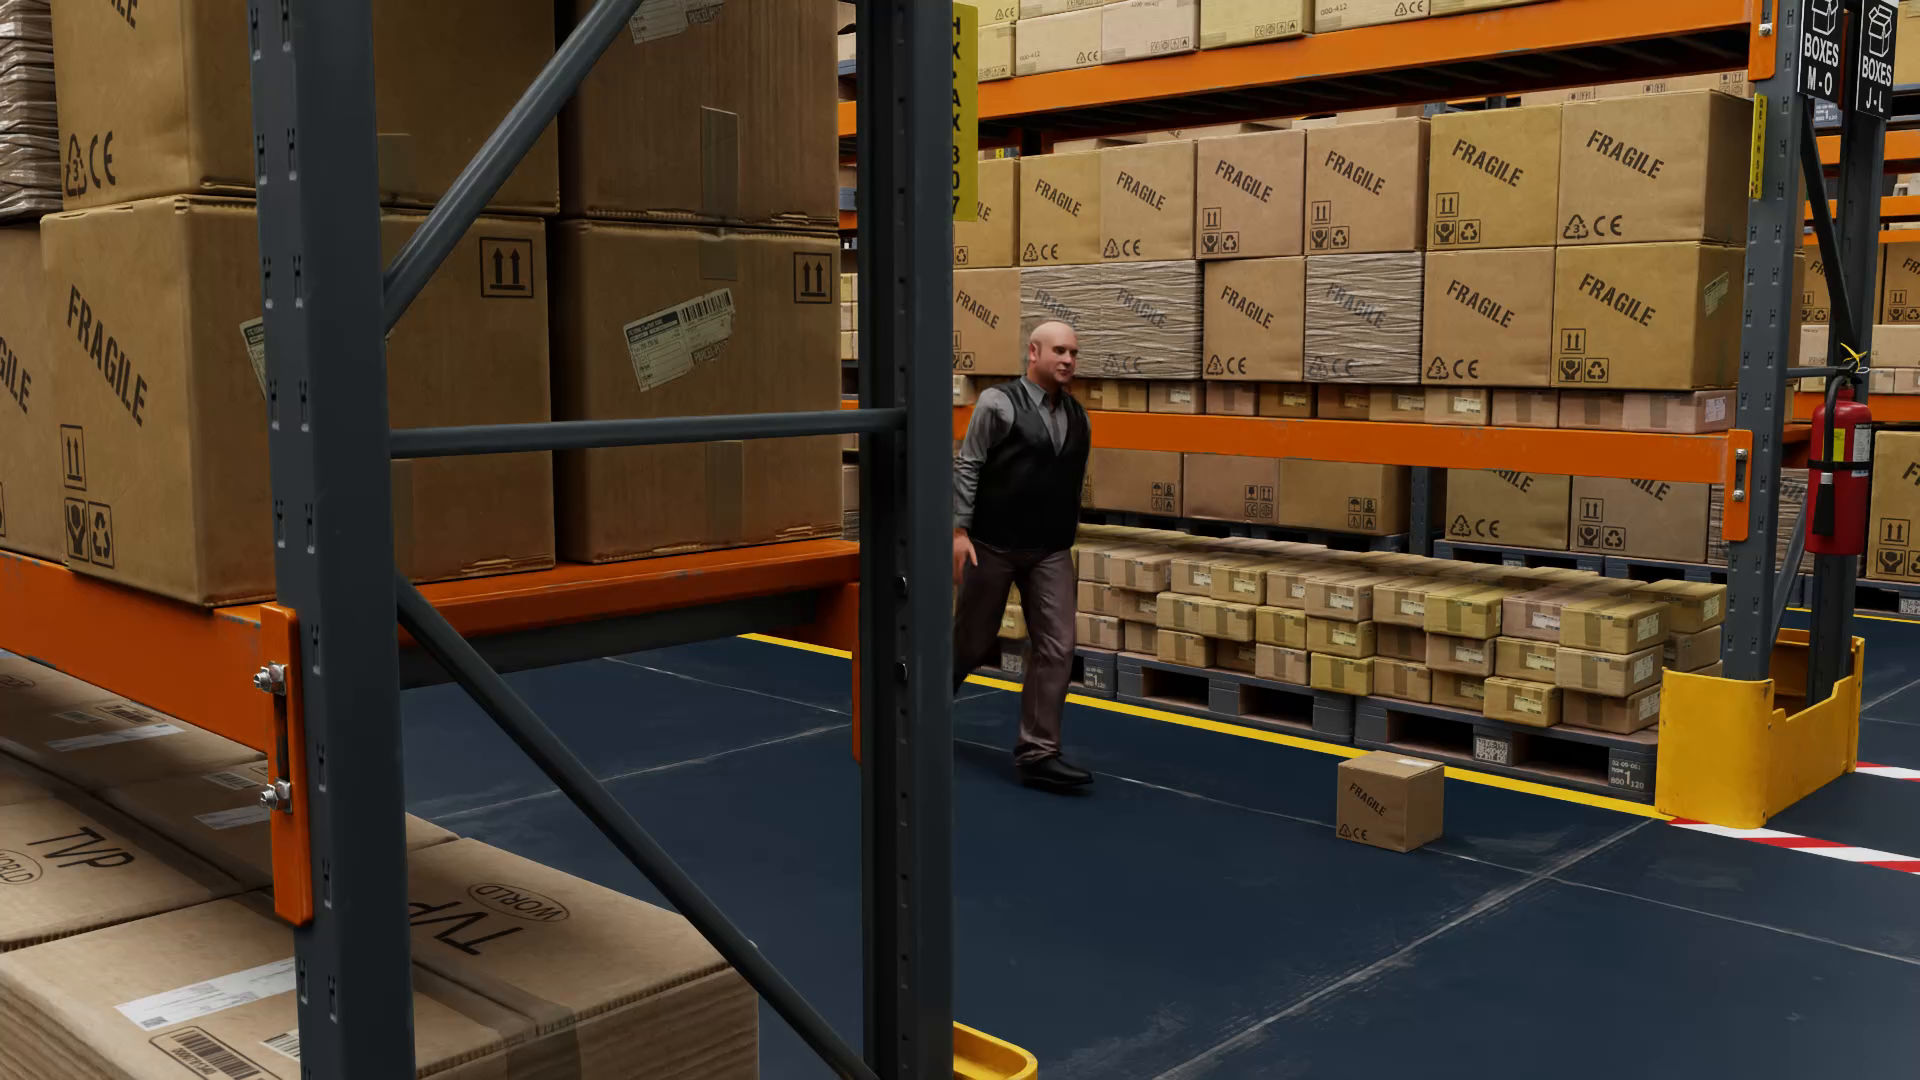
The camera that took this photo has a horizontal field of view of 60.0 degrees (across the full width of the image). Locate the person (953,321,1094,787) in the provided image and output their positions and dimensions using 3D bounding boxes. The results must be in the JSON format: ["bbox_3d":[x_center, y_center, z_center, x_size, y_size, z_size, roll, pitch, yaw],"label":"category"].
[{"bbox_3d":[0.198,0.030,6.226,0.622,1.684,0.956,-5,8,-33],"label":"person"}]
